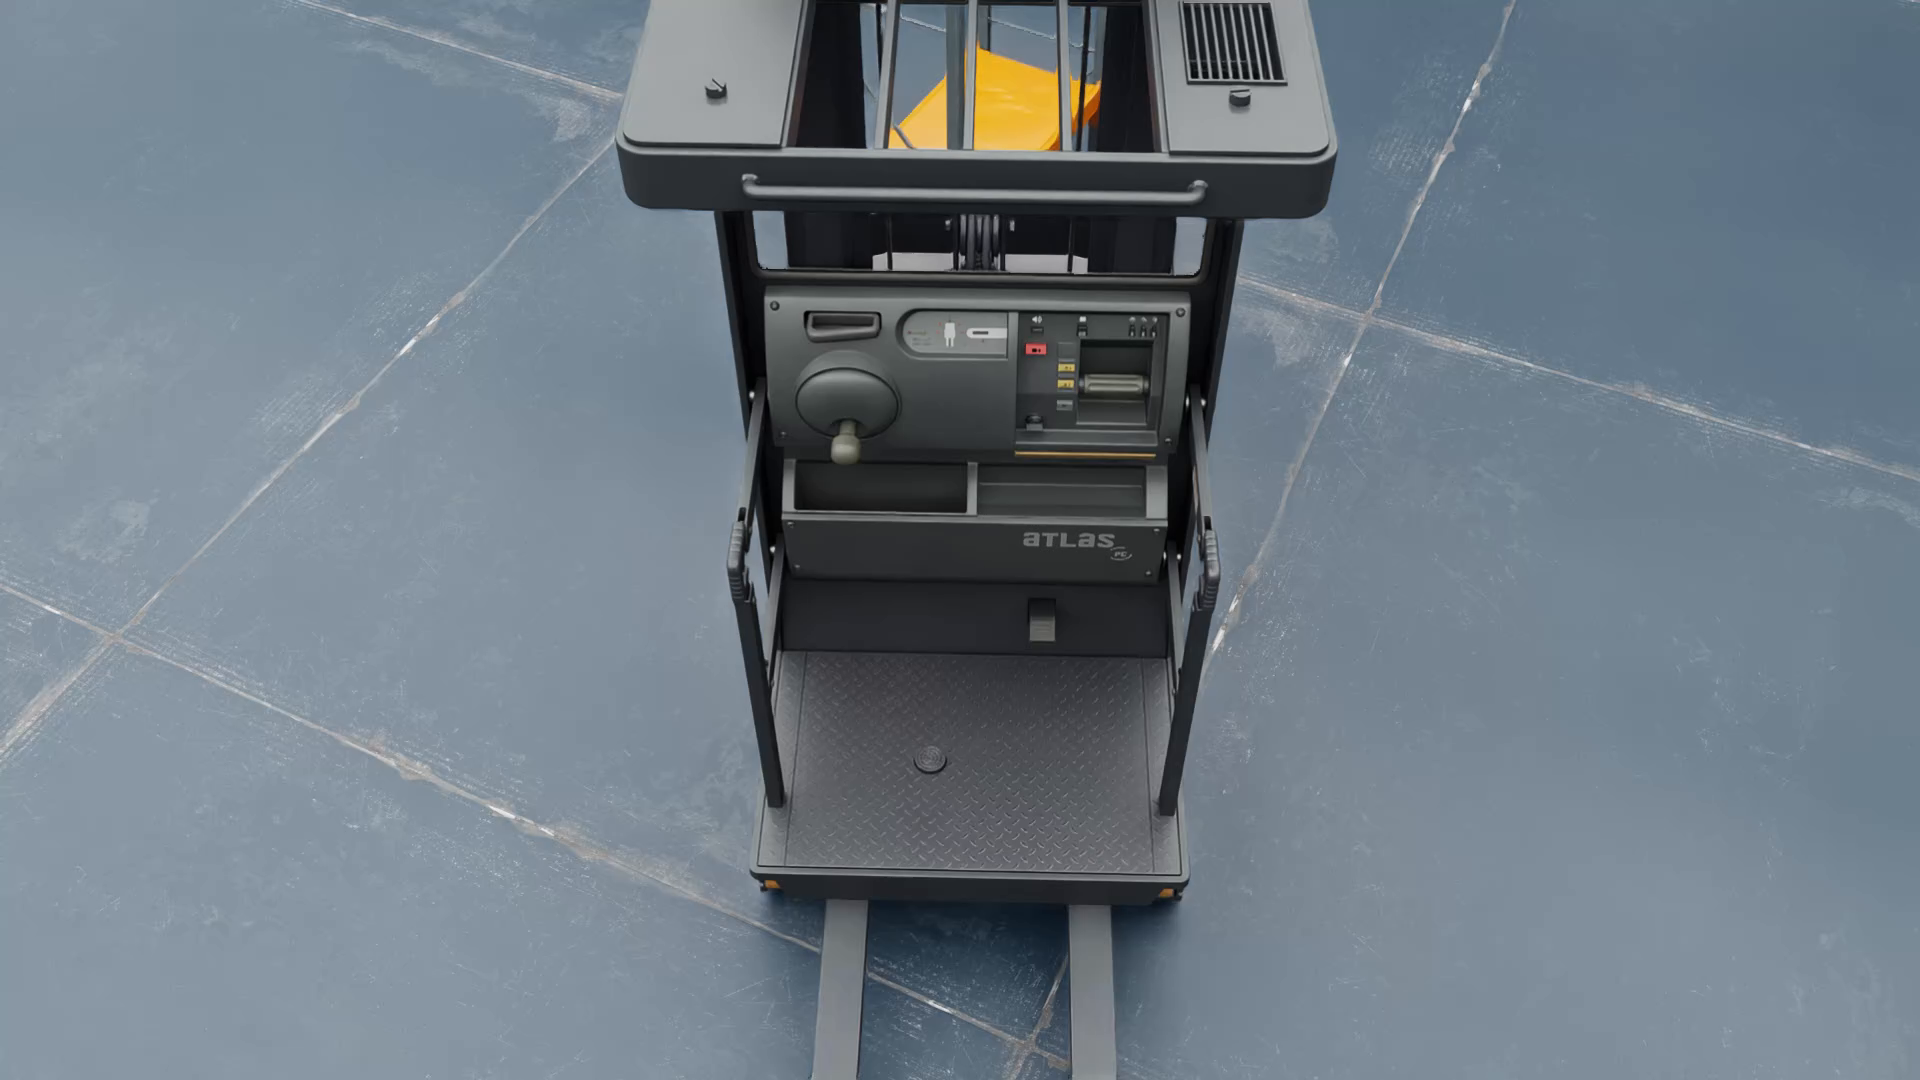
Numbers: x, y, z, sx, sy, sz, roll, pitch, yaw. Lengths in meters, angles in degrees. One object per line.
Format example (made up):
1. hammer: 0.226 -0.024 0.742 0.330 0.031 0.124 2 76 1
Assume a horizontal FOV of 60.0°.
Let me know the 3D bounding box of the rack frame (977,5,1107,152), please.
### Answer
1. rack frame: 0.285 -1.741 5.747 0.500 1.500 0.032 23 53 18

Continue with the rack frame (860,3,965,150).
1. rack frame: -0.212 -1.066 5.172 0.500 1.500 0.032 23 53 18

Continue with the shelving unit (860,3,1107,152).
1. shelving unit: 0.041 -1.410 5.465 0.587 1.500 1.083 23 53 18

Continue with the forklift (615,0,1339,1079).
1. forklift: 0.033 -0.253 3.541 1.130 2.935 3.031 1 50 1

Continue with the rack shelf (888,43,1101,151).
1. rack shelf: 0.037 -1.287 5.597 0.538 0.185 1.000 23 53 18
